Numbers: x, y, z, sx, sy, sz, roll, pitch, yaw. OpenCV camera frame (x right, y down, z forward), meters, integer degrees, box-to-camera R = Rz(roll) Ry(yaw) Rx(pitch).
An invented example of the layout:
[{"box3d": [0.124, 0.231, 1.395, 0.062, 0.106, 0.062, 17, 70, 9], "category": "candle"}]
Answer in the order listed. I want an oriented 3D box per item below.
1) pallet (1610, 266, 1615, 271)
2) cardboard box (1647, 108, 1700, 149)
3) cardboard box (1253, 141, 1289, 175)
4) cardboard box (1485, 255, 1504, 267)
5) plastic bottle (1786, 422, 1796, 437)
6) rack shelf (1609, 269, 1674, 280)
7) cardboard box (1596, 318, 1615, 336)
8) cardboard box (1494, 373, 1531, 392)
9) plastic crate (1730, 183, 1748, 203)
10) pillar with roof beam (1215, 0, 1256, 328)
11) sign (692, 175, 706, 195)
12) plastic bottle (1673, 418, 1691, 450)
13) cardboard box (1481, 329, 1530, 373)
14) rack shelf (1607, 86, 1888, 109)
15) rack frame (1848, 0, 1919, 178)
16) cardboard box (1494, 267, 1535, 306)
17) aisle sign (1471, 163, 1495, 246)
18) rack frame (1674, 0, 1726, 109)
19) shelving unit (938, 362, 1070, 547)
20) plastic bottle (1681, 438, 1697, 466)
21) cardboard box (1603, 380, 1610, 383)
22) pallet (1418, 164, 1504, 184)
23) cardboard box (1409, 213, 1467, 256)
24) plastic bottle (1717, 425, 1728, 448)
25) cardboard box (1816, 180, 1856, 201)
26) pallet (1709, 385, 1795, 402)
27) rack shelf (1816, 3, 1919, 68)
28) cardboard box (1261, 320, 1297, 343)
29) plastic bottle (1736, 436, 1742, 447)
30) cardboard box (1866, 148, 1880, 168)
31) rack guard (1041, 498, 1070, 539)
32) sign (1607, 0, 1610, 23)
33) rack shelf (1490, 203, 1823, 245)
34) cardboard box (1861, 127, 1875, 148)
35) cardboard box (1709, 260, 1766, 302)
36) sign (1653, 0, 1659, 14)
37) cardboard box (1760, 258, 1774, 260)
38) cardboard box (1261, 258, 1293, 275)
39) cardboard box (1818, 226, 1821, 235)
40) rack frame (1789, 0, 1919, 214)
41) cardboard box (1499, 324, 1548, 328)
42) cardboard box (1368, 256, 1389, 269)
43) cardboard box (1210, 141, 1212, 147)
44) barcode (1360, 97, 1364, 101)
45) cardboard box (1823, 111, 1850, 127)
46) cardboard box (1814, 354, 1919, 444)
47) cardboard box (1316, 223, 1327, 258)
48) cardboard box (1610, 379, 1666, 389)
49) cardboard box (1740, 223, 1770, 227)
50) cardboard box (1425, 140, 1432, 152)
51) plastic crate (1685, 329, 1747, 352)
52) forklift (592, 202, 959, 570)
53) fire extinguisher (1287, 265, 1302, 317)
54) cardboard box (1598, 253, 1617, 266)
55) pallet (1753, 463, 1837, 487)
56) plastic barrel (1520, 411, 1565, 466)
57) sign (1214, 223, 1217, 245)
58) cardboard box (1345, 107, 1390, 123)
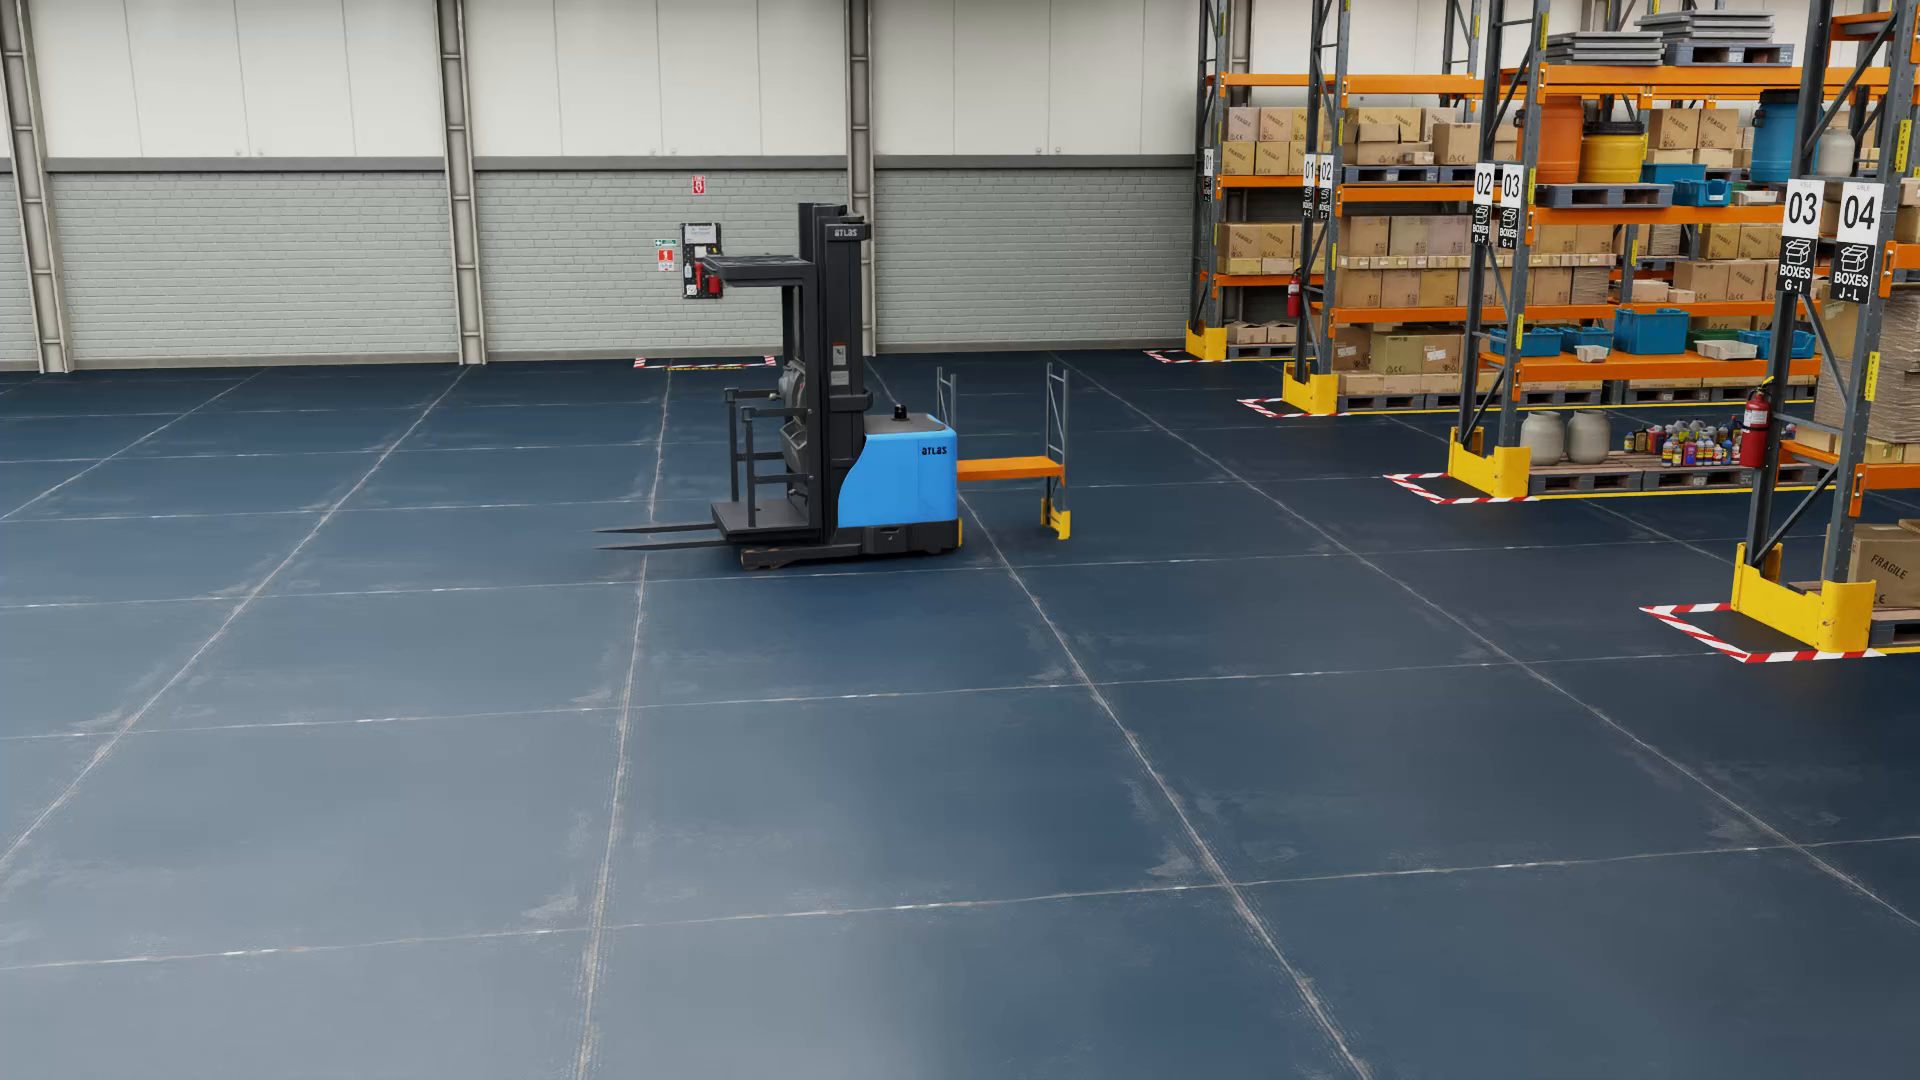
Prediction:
[{"box3d": [9.781, -4.499, 26.887, 1.213, 0.211, 1.003, -2, 14, -8], "category": "pallet"}, {"box3d": [9.134, -5.299, 21.423, 0.500, 0.500, 0.500, -2, 14, -8], "category": "cardboard box"}, {"box3d": [4.726, -5.859, 25.506, 0.500, 0.500, 0.500, -1, 14, -5], "category": "cardboard box"}, {"box3d": [6.763, -3.583, 21.302, 0.250, 0.149, 0.380, -2, 14, -6], "category": "cardboard box"}, {"box3d": [8.872, -1.129, 17.762, 0.097, 0.271, 0.097, 0, 14, 0], "category": "plastic bottle"}, {"box3d": [9.754, -4.252, 26.988, 4.000, 0.370, 1.077, -2, 14, -8], "category": "rack shelf"}, {"box3d": [10.501, -3.645, 27.323, 0.500, 0.500, 0.700, -2, 14, -8], "category": "cardboard box"}, {"box3d": [7.104, -2.100, 21.718, 0.500, 0.250, 0.500, -2, 14, -8], "category": "cardboard box"}, {"box3d": [7.652, -3.506, 16.803, 0.450, 0.188, 0.336, -2, 14, -8], "category": "plastic crate"}, {"box3d": [5.026, -6.491, 22.105, 0.400, 9.000, 9.100, -2, 14, -8], "category": "pillar with roof beam"}, {"box3d": [-4.021, -5.467, 25.589, 0.199, 0.298, 0.001, -2, 14, -8], "category": "sign"}, {"box3d": [7.602, -1.115, 17.544, 0.185, 0.351, 0.144, -2, 14, -6], "category": "plastic bottle"}, {"box3d": [7.102, -2.467, 21.639, 0.500, 0.500, 0.500, -2, 14, -8], "category": "cardboard box"}, {"box3d": [10.496, -5.776, 21.556, 4.000, 0.370, 1.077, -2, 14, -8], "category": "rack shelf"}, {"box3d": [9.252, -5.055, 16.379, 0.127, 3.000, 1.000, -2, 14, -8], "category": "rack frame"}, {"box3d": [7.063, -3.330, 21.627, 0.500, 0.500, 0.700, -2, 14, -7], "category": "cardboard box"}, {"box3d": [5.182, -3.330, 16.490, 0.004, 0.787, 0.394, -2, 14, -8], "category": "aisle sign"}, {"box3d": [11.732, -7.583, 26.460, 0.127, 3.000, 1.000, -2, 14, -8], "category": "rack frame"}, {"box3d": [0.381, -0.771, 14.715, 1.083, 1.500, 0.587, -4, 15, -15], "category": "shelving unit"}, {"box3d": [7.363, -0.891, 16.786, 0.133, 0.283, 0.061, -2, 14, -7], "category": "plastic bottle"}, {"box3d": [8.885, -2.292, 22.482, 0.500, 0.250, 0.500, -2, 14, -9], "category": "cardboard box"}, {"box3d": [6.475, -4.668, 21.185, 1.213, 0.211, 1.003, -2, 14, -8], "category": "pallet"}, {"box3d": [6.096, -3.924, 21.330, 0.500, 0.500, 0.700, -2, 14, -8], "category": "cardboard box"}, {"box3d": [8.066, -1.085, 17.585, 0.097, 0.271, 0.097, 0, 14, 0], "category": "plastic bottle"}, {"box3d": [6.263, -2.470, 11.725, 0.250, 0.149, 0.380, -2, 14, -8], "category": "cardboard box"}, {"box3d": [10.450, -2.065, 22.523, 1.213, 0.211, 1.003, -2, 14, -8], "category": "pallet"}, {"box3d": [8.013, -3.441, 11.428, 4.000, 0.370, 1.077, -2, 14, -8], "category": "rack shelf"}, {"box3d": [5.083, -3.317, 26.403, 0.500, 0.311, 0.500, -1, 14, -4], "category": "cardboard box"}, {"box3d": [7.988, -0.921, 16.923, 0.135, 0.276, 0.152, -2, 14, -7], "category": "plastic bottle"}, {"box3d": [12.033, -5.038, 21.921, 0.500, 0.250, 0.500, -3, 14, -12], "category": "cardboard box"}, {"box3d": [0.861, -0.197, 14.995, 0.087, 0.250, 0.587, -4, 15, -15], "category": "rack guard"}, {"box3d": [8.426, -6.868, 21.526, 0.005, 0.325, 0.100, -2, 14, -8], "category": "sign"}, {"box3d": [7.275, -3.179, 16.543, 4.000, 0.370, 1.077, -2, 14, -8], "category": "rack shelf"}, {"box3d": [14.801, -6.530, 27.315, 0.500, 0.500, 0.700, -3, 14, -11], "category": "cardboard box"}, {"box3d": [10.296, -3.446, 22.092, 0.500, 0.500, 0.500, -2, 14, -8], "category": "cardboard box"}, {"box3d": [8.577, -6.642, 20.462, 0.005, 0.325, 0.100, -2, 14, -8], "category": "sign"}, {"box3d": [13.104, -4.564, 27.229, 0.250, 0.149, 0.380, -2, 14, -7], "category": "cardboard box"}, {"box3d": [4.862, -4.284, 25.904, 0.500, 0.250, 0.500, -3, 14, -10], "category": "cardboard box"}, {"box3d": [13.774, -4.887, 27.184, 0.500, 0.500, 0.500, -2, 14, -7], "category": "cardboard box"}, {"box3d": [6.035, -3.719, 11.051, 0.127, 3.000, 1.000, -2, 14, -8], "category": "rack frame"}, {"box3d": [7.520, -2.609, 22.206, 0.500, 0.500, 0.500, -2, 14, -8], "category": "cardboard box"}, {"box3d": [5.244, -3.528, 21.083, 0.250, 0.149, 0.380, -2, 14, -10], "category": "cardboard box"}, {"box3d": [4.196, -5.972, 25.957, 0.500, 0.500, 0.500, -1, 14, -4], "category": "cardboard box"}, {"box3d": [6.338, -6.958, 26.227, 0.075, 0.075, 0.001, -2, 14, -8], "category": "barcode"}, {"box3d": [14.254, -6.875, 27.150, 0.500, 0.250, 0.500, -3, 14, -10], "category": "cardboard box"}, {"box3d": [6.583, -1.015, 11.785, 0.500, 0.500, 0.875, -2, 14, -8], "category": "cardboard box"}, {"box3d": [5.849, -4.683, 25.955, 0.500, 0.500, 0.500, -2, 14, -7], "category": "cardboard box"}, {"box3d": [8.954, -2.162, 21.965, 0.500, 0.250, 0.500, -2, 14, -10], "category": "cardboard box"}, {"box3d": [12.751, -5.213, 26.944, 0.500, 0.250, 0.500, -2, 14, -9], "category": "cardboard box"}, {"box3d": [6.212, -5.000, 21.360, 0.500, 0.311, 0.500, 0, 14, -2], "category": "cardboard box"}, {"box3d": [7.868, -2.061, 17.210, 0.662, 0.188, 0.450, -2, 14, -8], "category": "plastic crate"}, {"box3d": [-1.588, -1.315, 13.940, 3.031, 2.935, 1.130, -4, 15, -15], "category": "forklift"}, {"box3d": [4.377, -3.262, 21.721, 0.183, 0.674, 0.296, -2, 14, -8], "category": "fire extinguisher"}, {"box3d": [8.281, -3.639, 21.525, 0.250, 0.149, 0.380, -2, 14, -8], "category": "cardboard box"}, {"box3d": [8.582, -0.778, 17.391, 1.213, 0.211, 1.003, -2, 14, -8], "category": "pallet"}, {"box3d": [5.937, -1.039, 16.951, 0.421, 0.512, 0.421, 0, 14, 0], "category": "plastic barrel"}, {"box3d": [3.902, -4.673, 25.408, 0.005, 0.325, 0.100, -2, 14, -8], "category": "sign"}, {"box3d": [6.266, -6.399, 25.603, 0.500, 0.500, 0.500, -3, 14, -10], "category": "cardboard box"}]
